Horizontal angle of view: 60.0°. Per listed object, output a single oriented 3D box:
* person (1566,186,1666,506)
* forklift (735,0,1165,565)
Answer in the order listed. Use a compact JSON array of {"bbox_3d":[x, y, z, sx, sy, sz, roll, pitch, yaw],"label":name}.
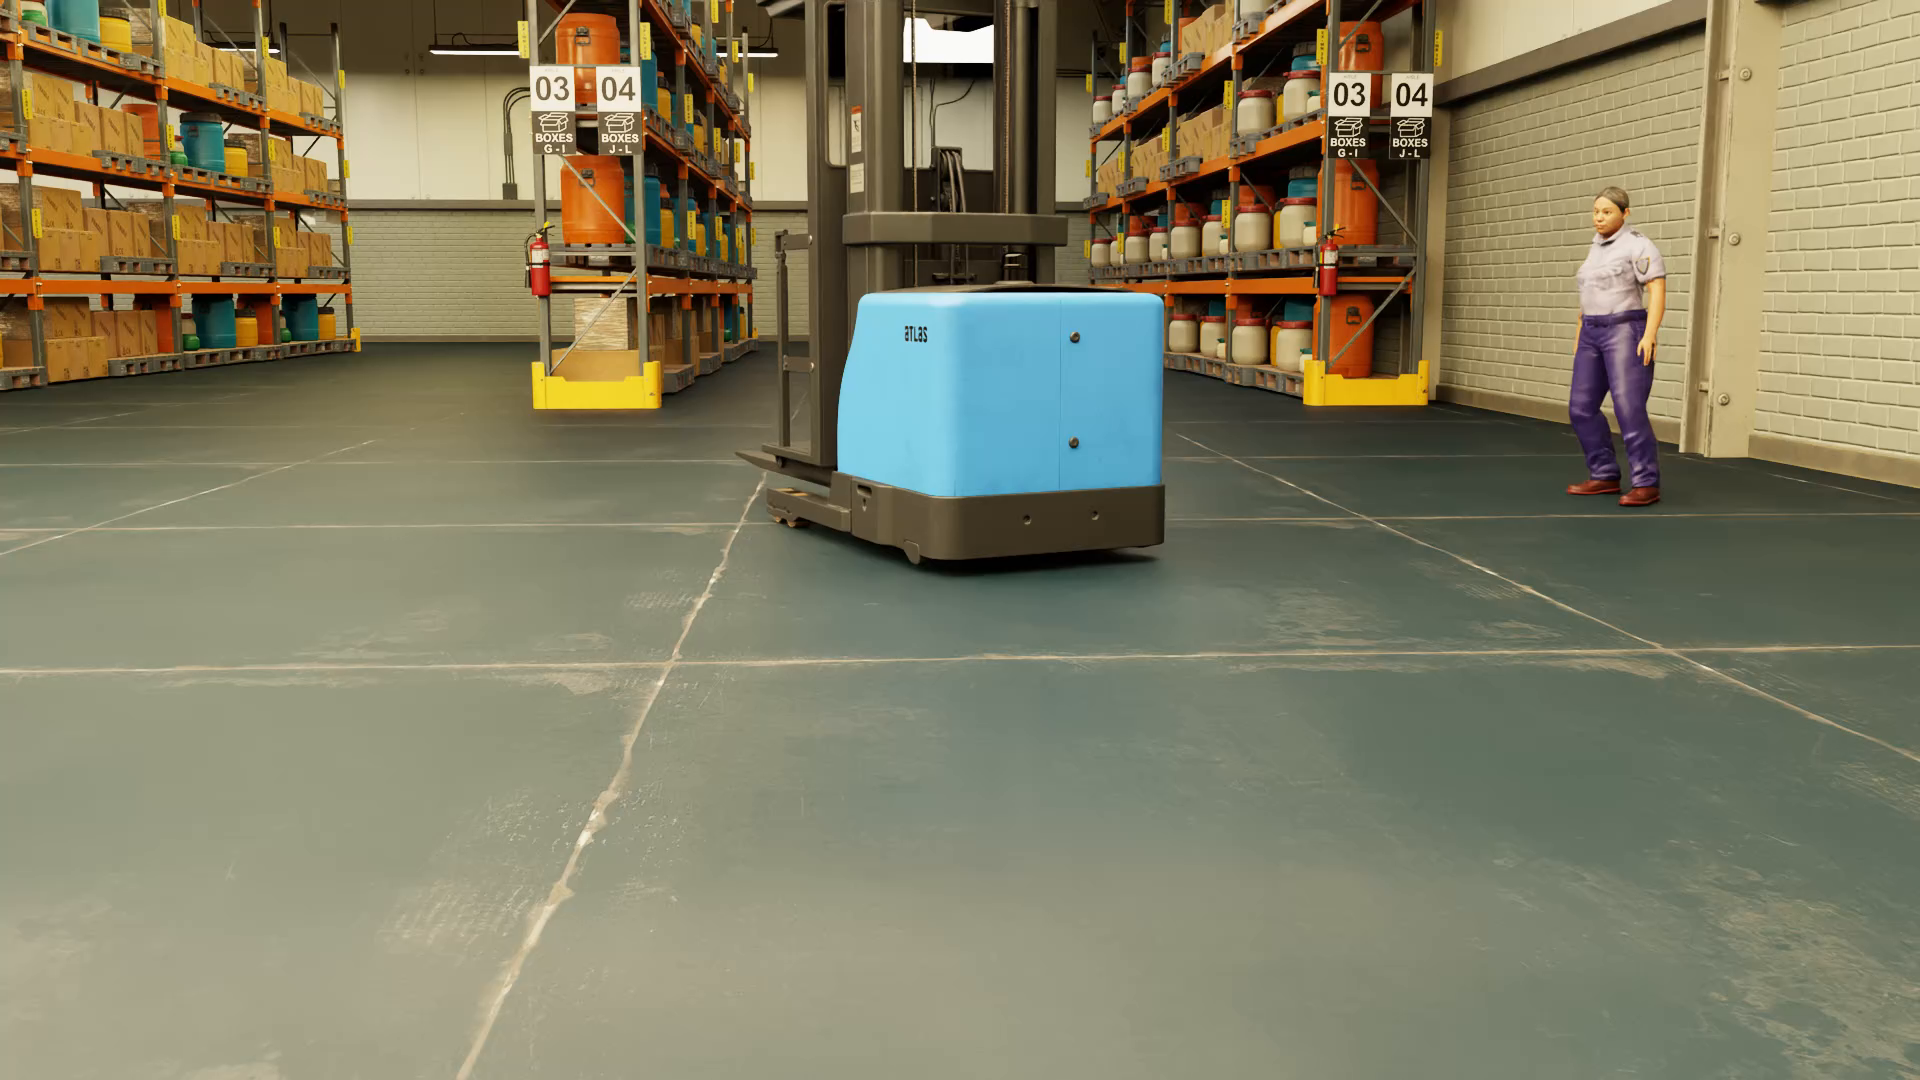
[{"bbox_3d":[3.446,-1.030,8.731,0.379,1.626,0.757,-3,9,-19],"label":"person"},{"bbox_3d":[-0.264,-1.530,7.637,1.130,2.935,3.031,-4,9,-25],"label":"forklift"}]
